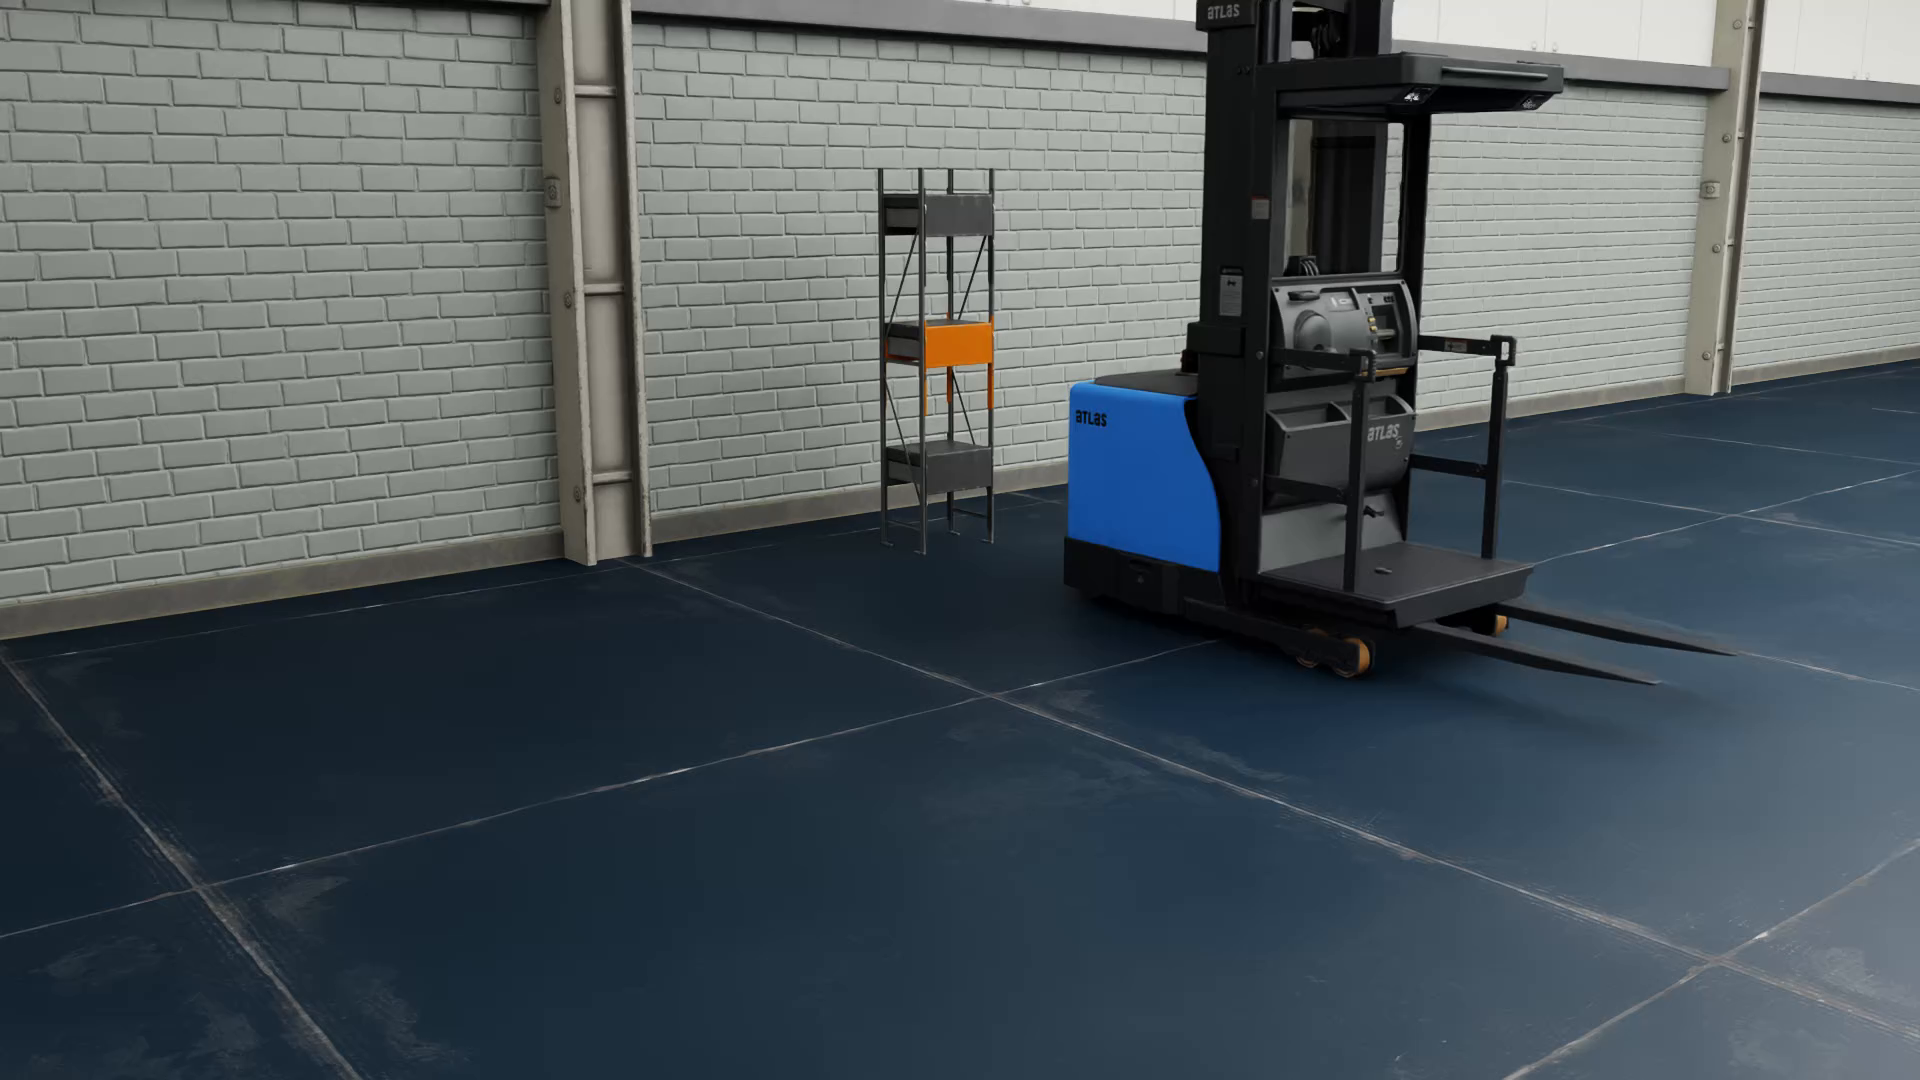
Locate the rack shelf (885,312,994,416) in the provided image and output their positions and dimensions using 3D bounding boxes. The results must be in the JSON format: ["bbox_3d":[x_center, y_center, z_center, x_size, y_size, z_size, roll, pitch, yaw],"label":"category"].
[{"bbox_3d":[-0.129,-0.992,9.312,0.480,0.518,0.431,-9,15,-38],"label":"rack shelf"}]

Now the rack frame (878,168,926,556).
[{"bbox_3d":[-0.320,-0.974,9.160,0.015,2.100,0.400,-9,15,-38],"label":"rack frame"}]

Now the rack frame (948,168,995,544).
[{"bbox_3d":[0.061,-1.037,9.459,0.015,2.100,0.400,-9,15,-38],"label":"rack frame"}]

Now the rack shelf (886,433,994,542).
[{"bbox_3d":[-0.129,-0.308,9.458,0.480,0.518,0.431,-9,15,-38],"label":"rack shelf"}]

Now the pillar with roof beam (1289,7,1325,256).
[{"bbox_3d":[5.423,-4.393,8.654,0.400,9.000,9.100,-9,15,-38],"label":"pillar with roof beam"}]

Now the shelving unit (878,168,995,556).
[{"bbox_3d":[-0.129,-1.006,9.309,0.503,2.100,0.431,-9,15,-38],"label":"shelving unit"}]

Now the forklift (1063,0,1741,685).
[{"bbox_3d":[1.836,-0.977,7.174,1.130,2.935,3.031,-10,15,-38],"label":"forklift"}]

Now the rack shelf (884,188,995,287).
[{"bbox_3d":[-0.129,-1.677,9.167,0.480,0.518,0.431,-9,15,-38],"label":"rack shelf"}]
